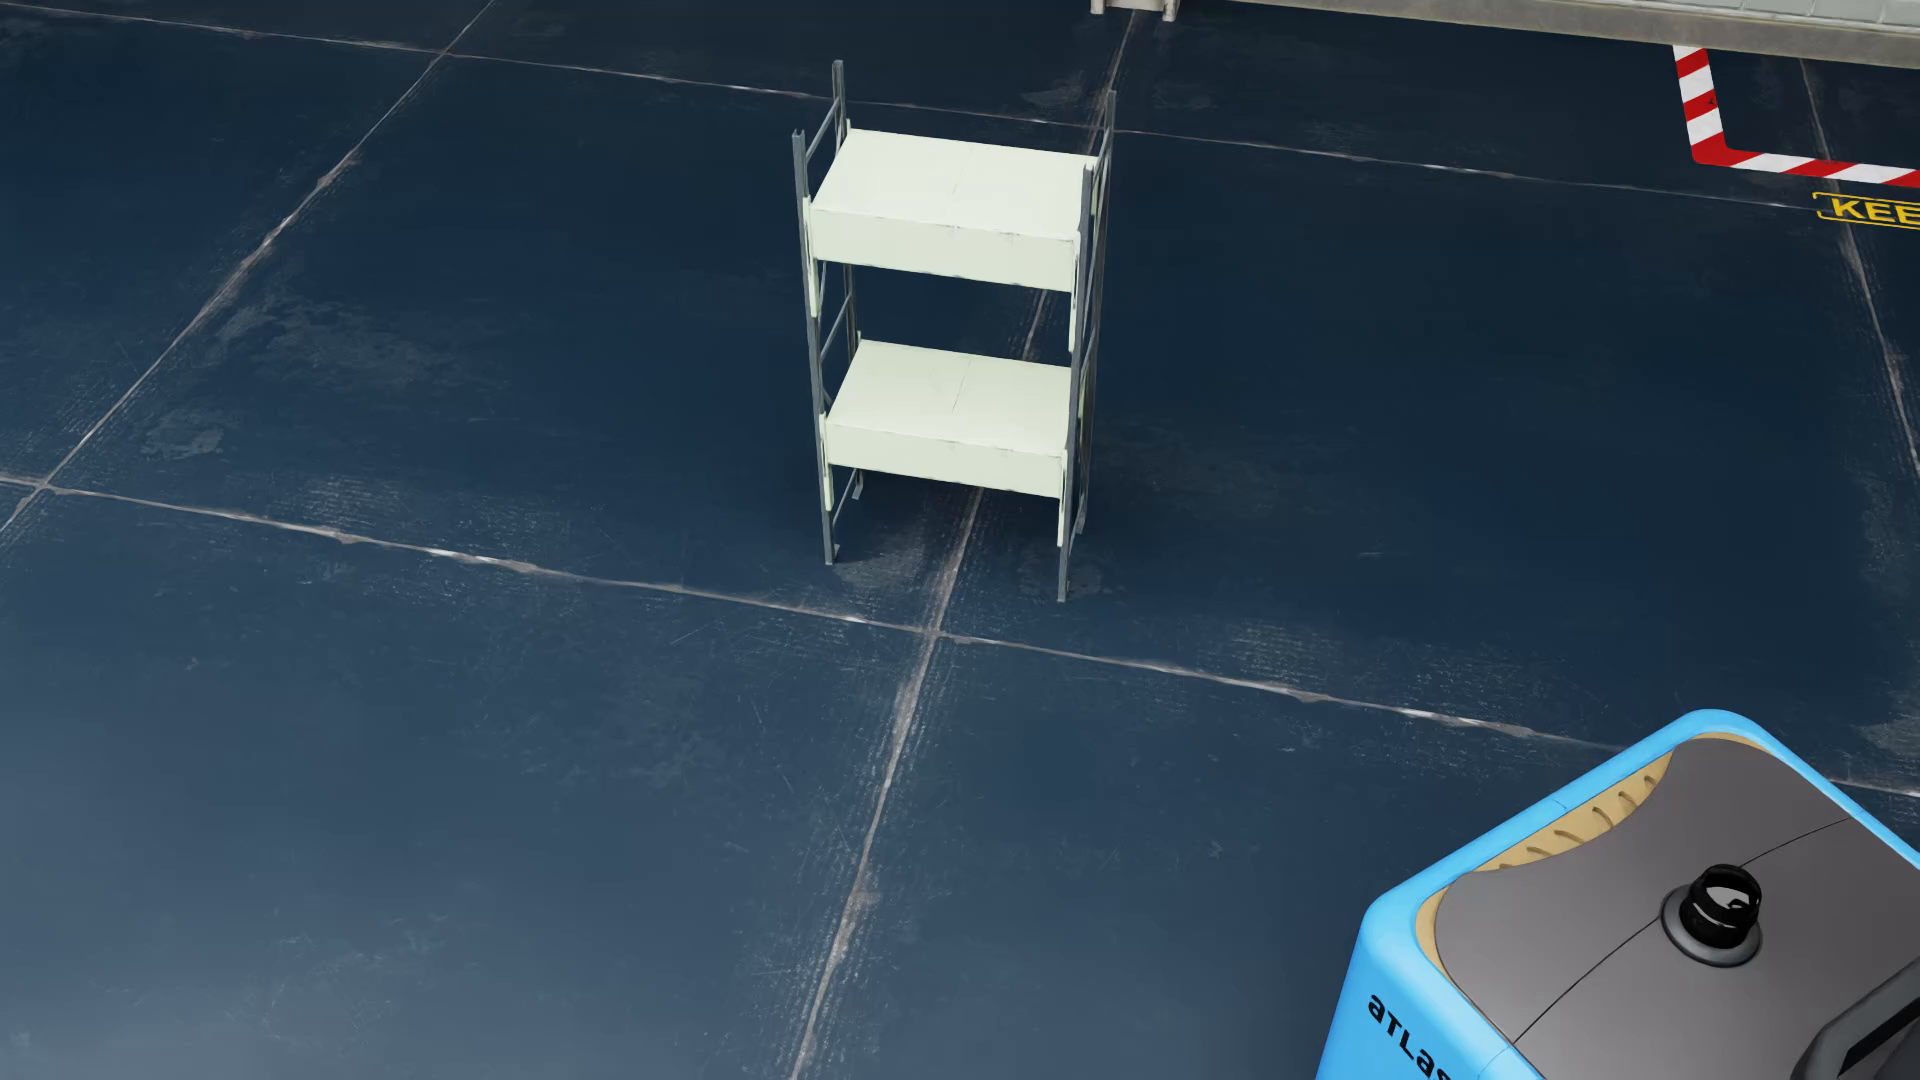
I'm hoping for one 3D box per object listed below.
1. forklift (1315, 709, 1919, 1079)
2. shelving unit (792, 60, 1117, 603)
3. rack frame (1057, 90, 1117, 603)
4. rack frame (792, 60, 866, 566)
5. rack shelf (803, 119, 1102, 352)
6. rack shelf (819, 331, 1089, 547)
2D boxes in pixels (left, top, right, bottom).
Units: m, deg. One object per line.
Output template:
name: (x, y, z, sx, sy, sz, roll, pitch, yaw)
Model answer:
forklift: (1.919, 1.081, 2.013, 1.130, 2.935, 3.031, -23, 49, -22)
shelving unit: (-0.007, -0.541, 4.731, 0.755, 1.500, 0.431, 9, 45, 9)
rack frame: (0.351, -0.486, 4.673, 0.023, 1.500, 0.400, 9, 45, 9)
rack frame: (-0.364, -0.597, 4.789, 0.023, 1.500, 0.400, 9, 45, 9)
rack shelf: (-0.007, -0.823, 4.460, 0.720, 0.370, 0.431, 9, 45, 9)
rack shelf: (-0.007, -0.306, 4.957, 0.720, 0.370, 0.431, 9, 45, 9)
